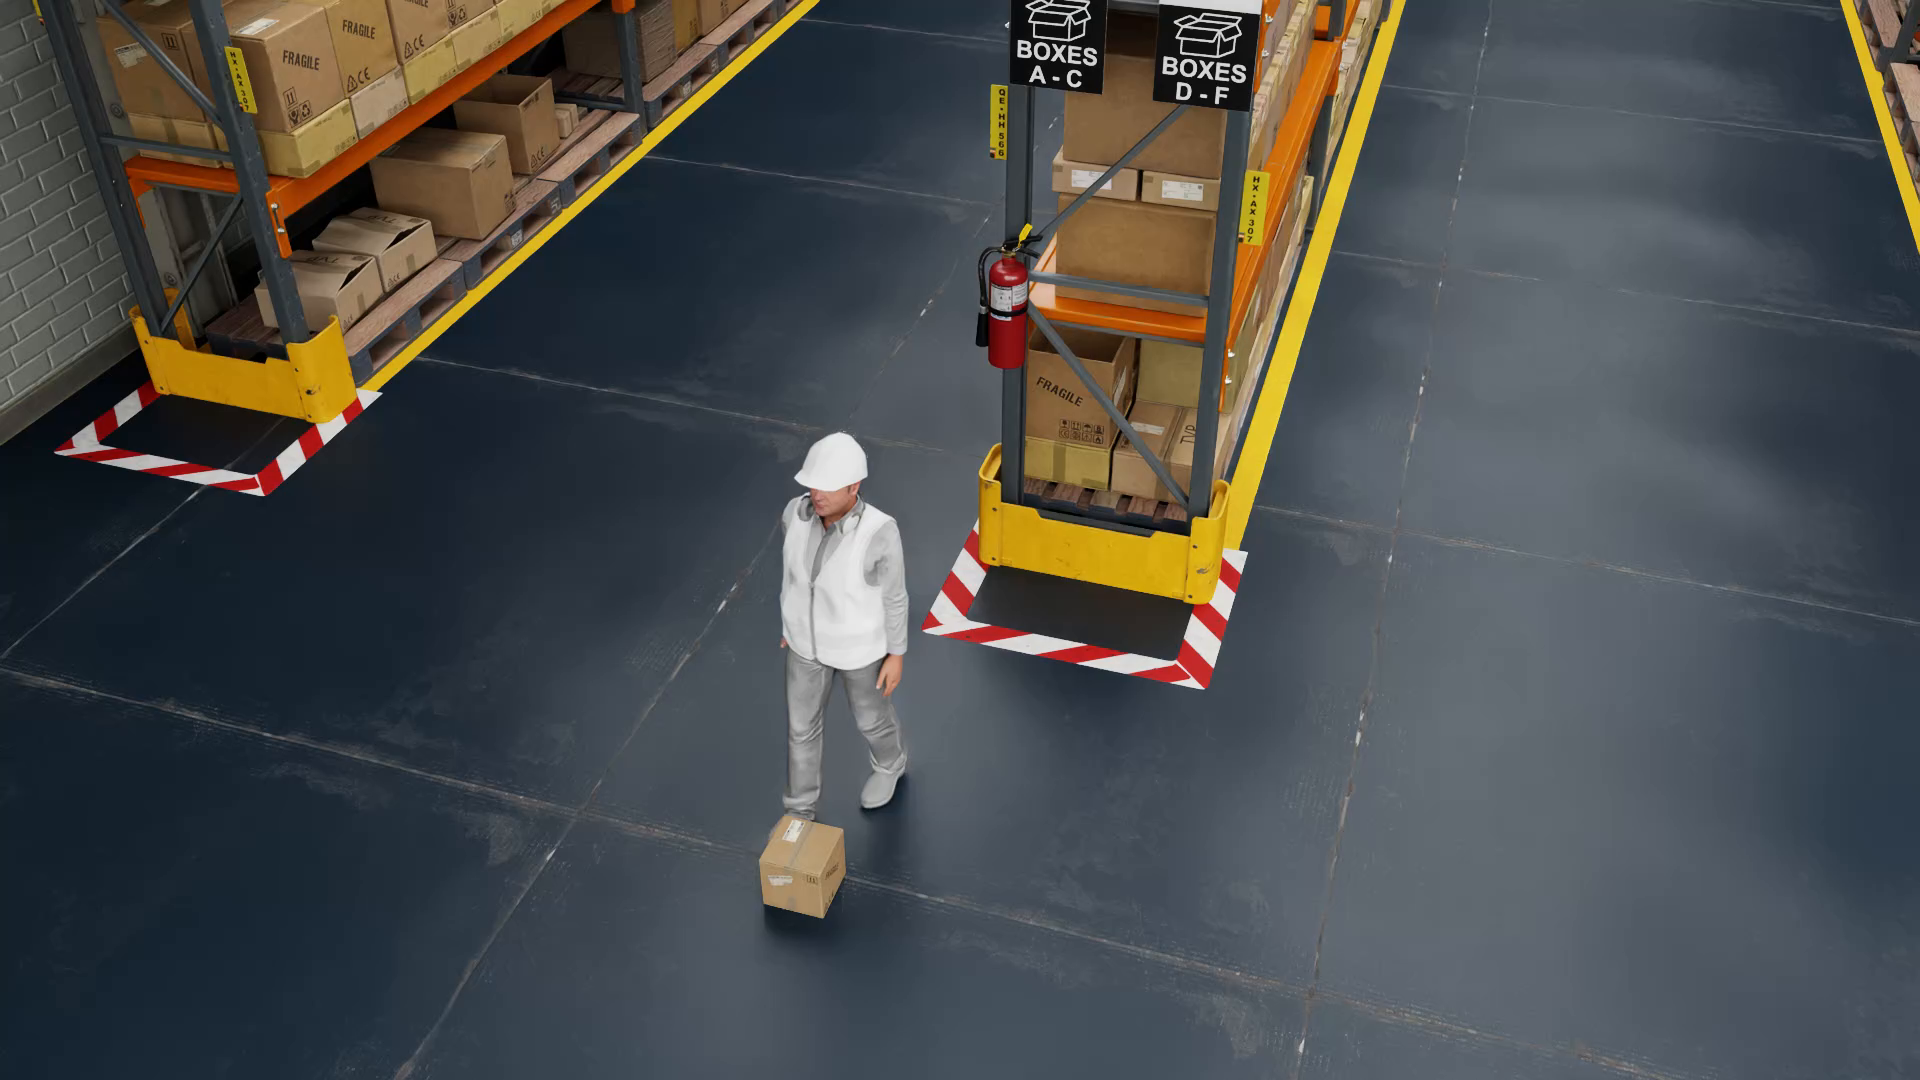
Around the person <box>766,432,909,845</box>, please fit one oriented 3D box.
[{"bbox_3d":[-0.489,0.413,6.318,0.559,1.767,0.712,16,40,20],"label":"person"}]
